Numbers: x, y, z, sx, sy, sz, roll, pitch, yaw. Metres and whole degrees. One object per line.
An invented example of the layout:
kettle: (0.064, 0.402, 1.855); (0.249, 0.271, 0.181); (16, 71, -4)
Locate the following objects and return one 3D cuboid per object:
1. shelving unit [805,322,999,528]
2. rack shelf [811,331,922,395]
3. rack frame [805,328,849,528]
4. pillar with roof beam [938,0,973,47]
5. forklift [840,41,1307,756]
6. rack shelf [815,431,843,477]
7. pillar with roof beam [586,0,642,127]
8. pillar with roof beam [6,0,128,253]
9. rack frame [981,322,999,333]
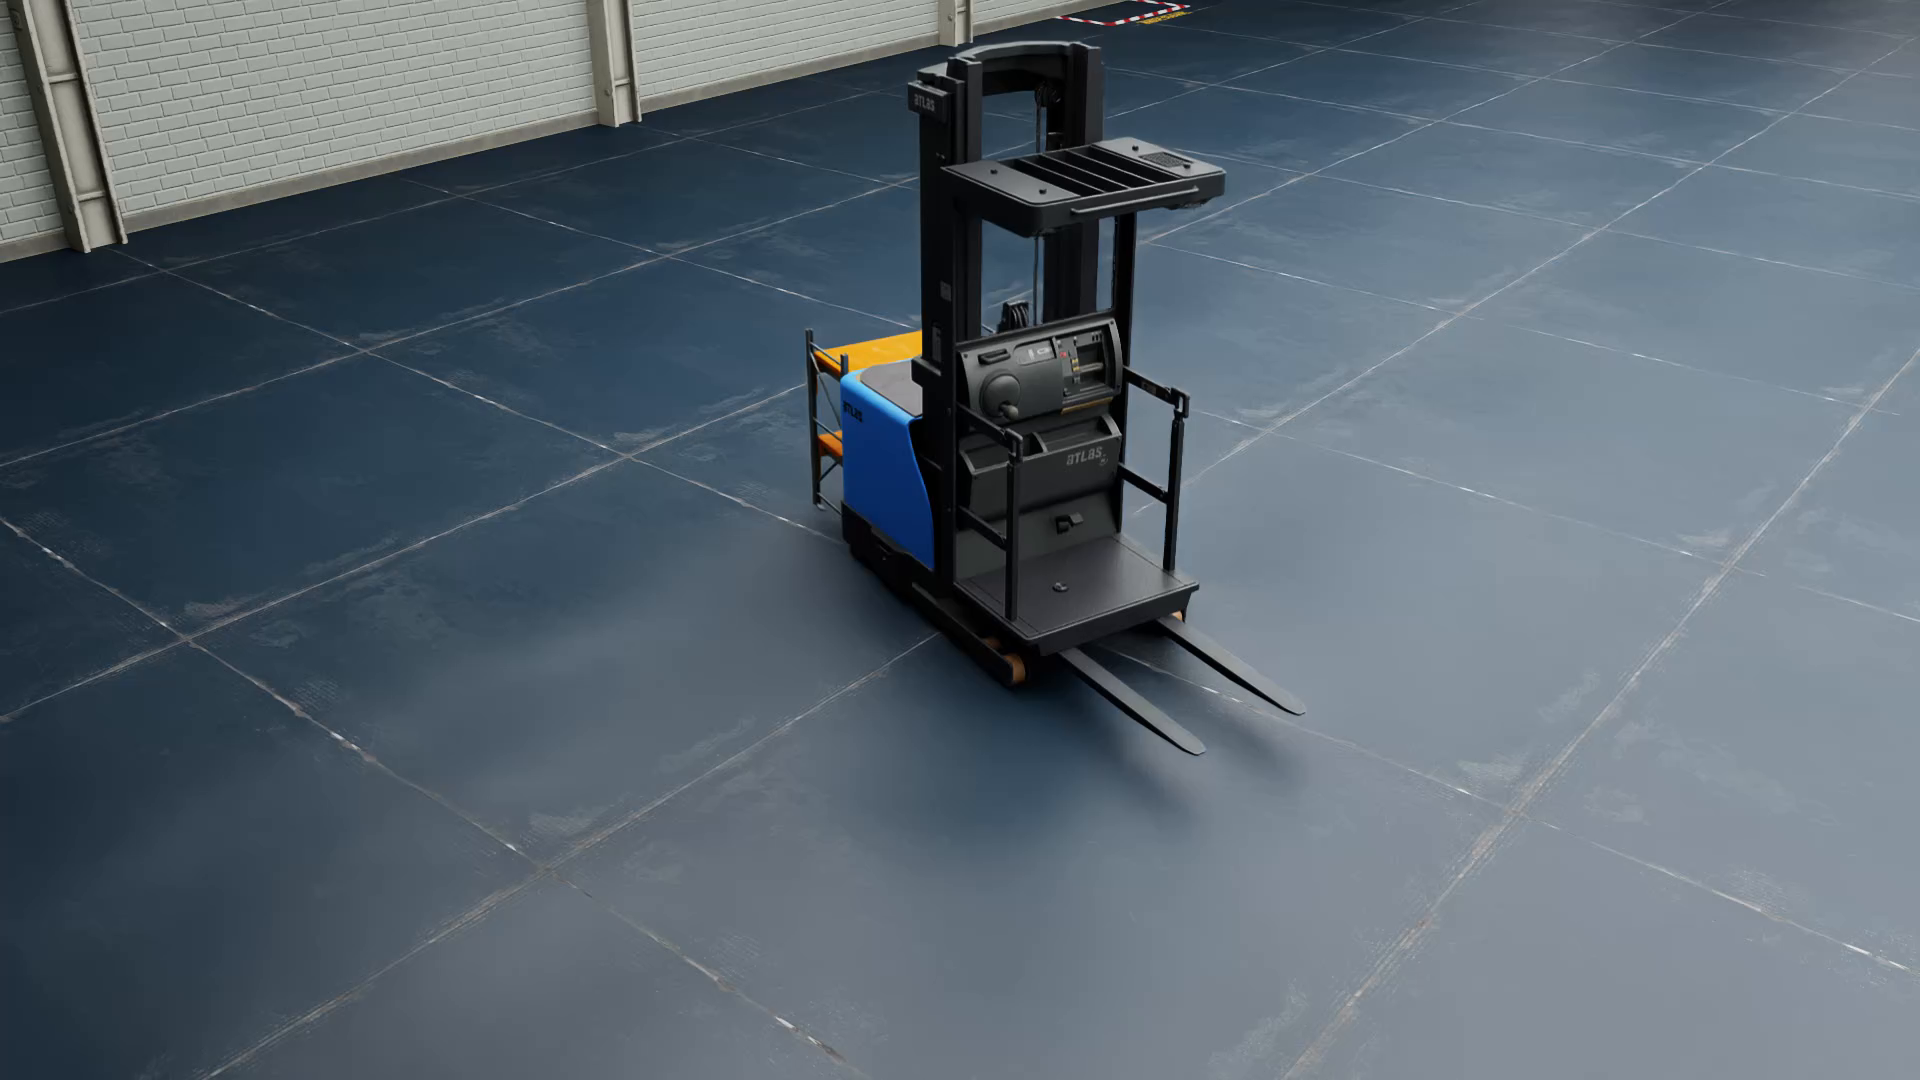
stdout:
shelving unit: (-0.321, -0.747, 9.969); (1.048, 1.125, 0.538); (-15, 31, -26)
rack shelf: (-0.322, -1.008, 9.835); (1.000, 0.278, 0.538); (-15, 31, -26)
rack frame: (-0.762, -0.631, 9.743); (0.032, 1.125, 0.500); (-15, 31, -26)
pillar with roof beam: (3.260, -9.634, 18.578); (9.100, 9.000, 0.400); (21, 34, 34)
forklift: (0.529, -0.815, 8.136); (1.130, 2.935, 3.031); (-16, 31, -28)
rack shelf: (-0.321, -0.530, 10.081); (1.000, 0.278, 0.538); (-15, 31, -26)
pillar with roof beam: (-0.557, -7.506, 14.466); (9.100, 9.000, 0.400); (21, 34, 34)
pillar with roof beam: (-4.373, -5.379, 10.354); (9.100, 9.000, 0.400); (21, 34, 34)
rack frame: (0.119, -0.864, 10.195); (0.032, 1.125, 0.500); (-15, 31, -26)
